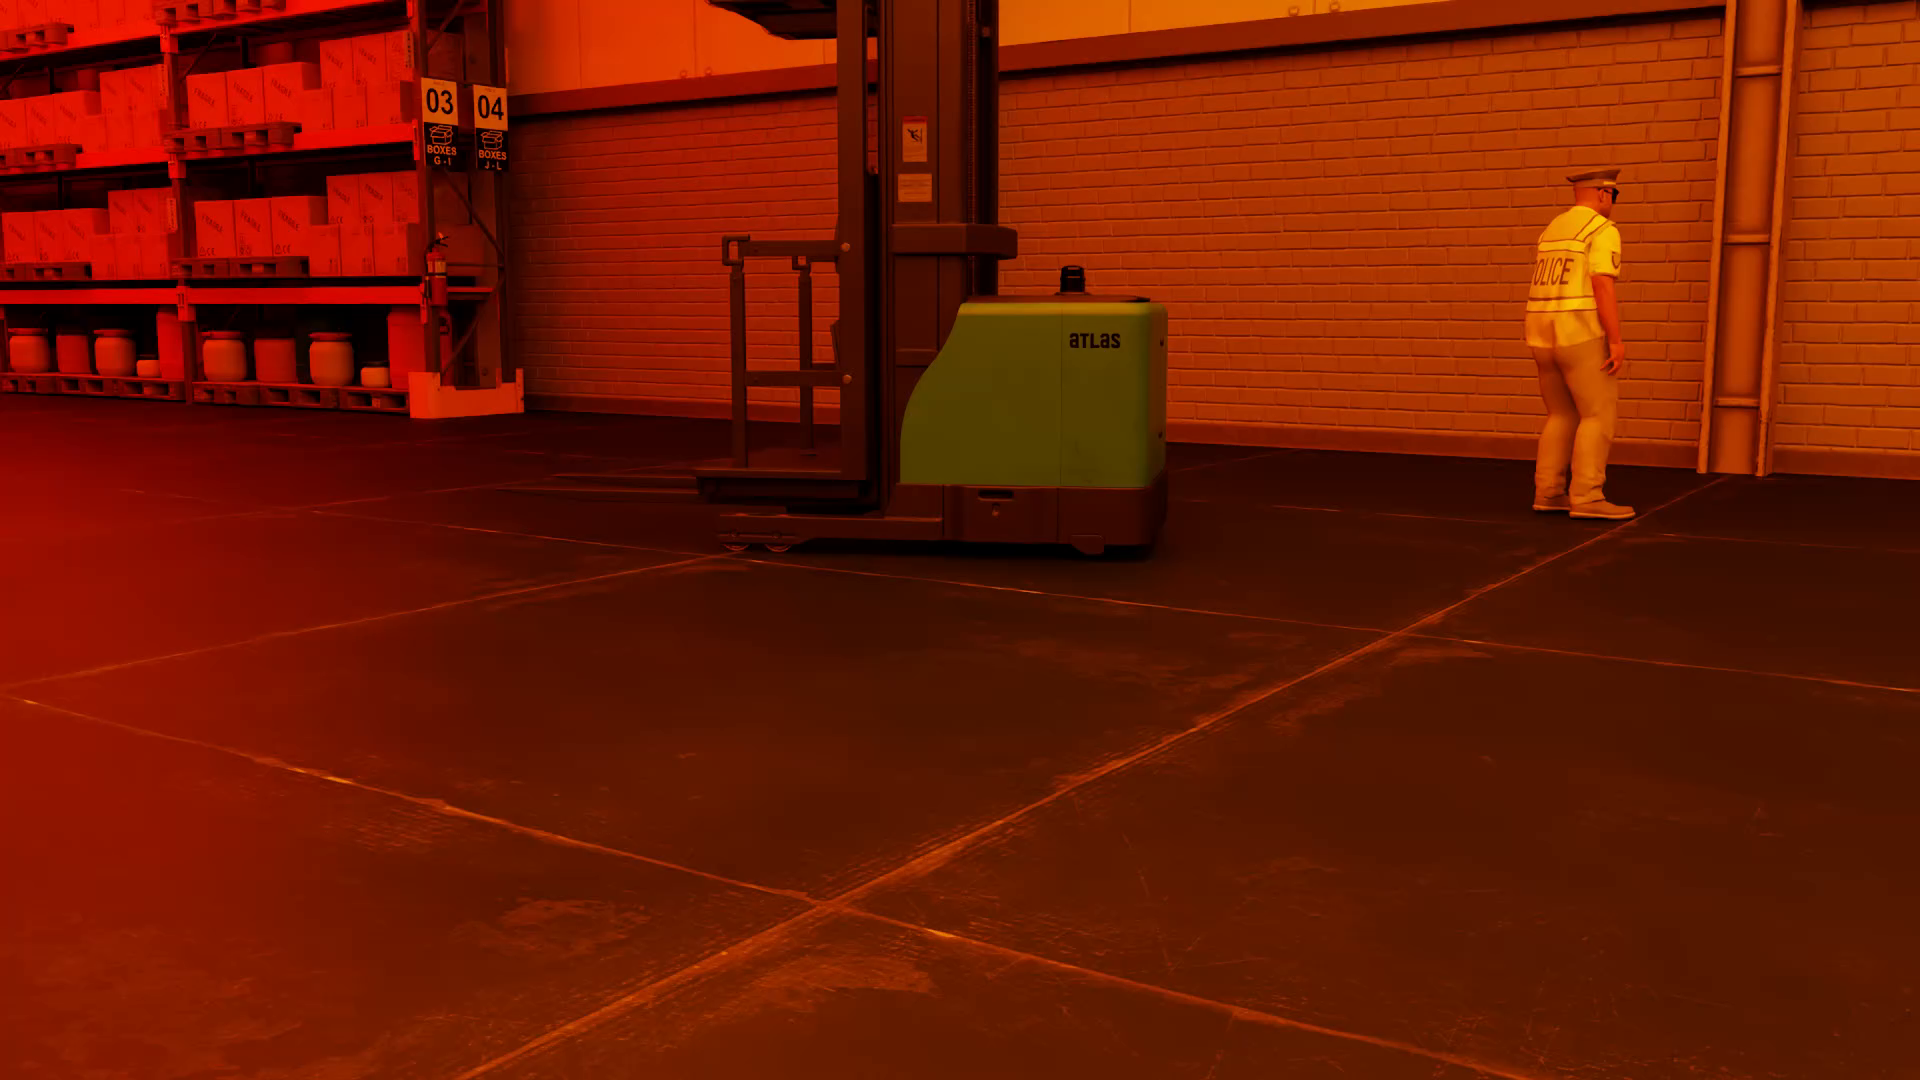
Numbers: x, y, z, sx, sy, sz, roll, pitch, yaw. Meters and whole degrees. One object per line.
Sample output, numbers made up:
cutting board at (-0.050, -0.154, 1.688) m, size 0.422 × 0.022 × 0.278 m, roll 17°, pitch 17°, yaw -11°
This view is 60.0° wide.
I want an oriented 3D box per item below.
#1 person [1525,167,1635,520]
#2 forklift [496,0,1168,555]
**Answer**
person at (3.110, -0.996, 8.398) m, size 0.442 × 1.746 × 0.592 m, roll -3°, pitch 8°, yaw -17°
forklift at (-0.596, -1.469, 7.520) m, size 3.031 × 2.935 × 1.130 m, roll 2°, pitch 8°, yaw 12°
